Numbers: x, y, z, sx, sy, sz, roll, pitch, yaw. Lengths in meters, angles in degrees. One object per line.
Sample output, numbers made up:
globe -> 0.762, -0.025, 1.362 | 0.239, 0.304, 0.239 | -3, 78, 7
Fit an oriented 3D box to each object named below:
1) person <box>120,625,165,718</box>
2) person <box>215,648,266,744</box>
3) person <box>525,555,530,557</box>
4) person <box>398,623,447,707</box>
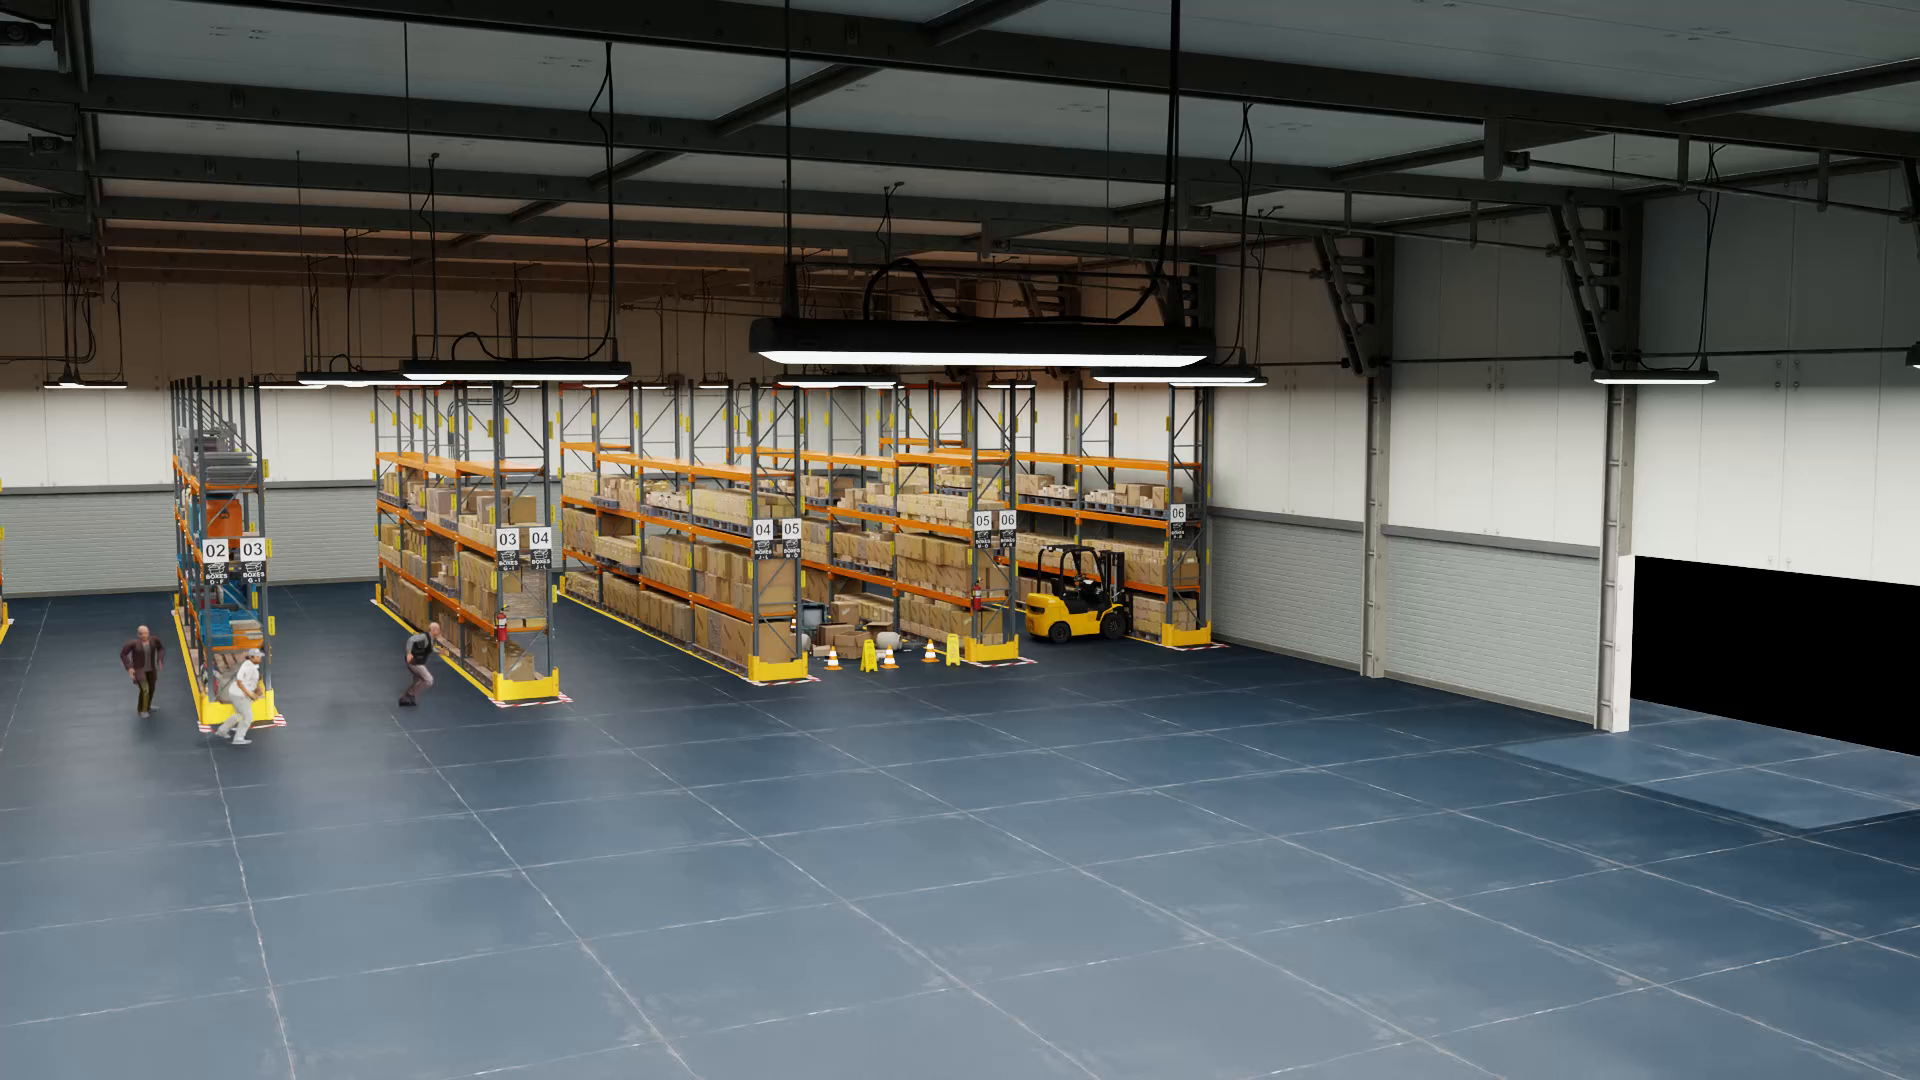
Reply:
person -> -14.469, 2.297, 29.440 | 0.833, 1.651, 0.770 | 3, 6, 32
person -> -11.673, 2.540, 27.077 | 0.747, 1.572, 0.566 | -1, 5, -13
person -> -12.459, 0.629, 47.920 | 0.550, 1.688, 0.700 | -2, 5, -17
person -> -9.759, 2.267, 30.077 | 0.907, 1.550, 0.694 | 0, 5, 4
